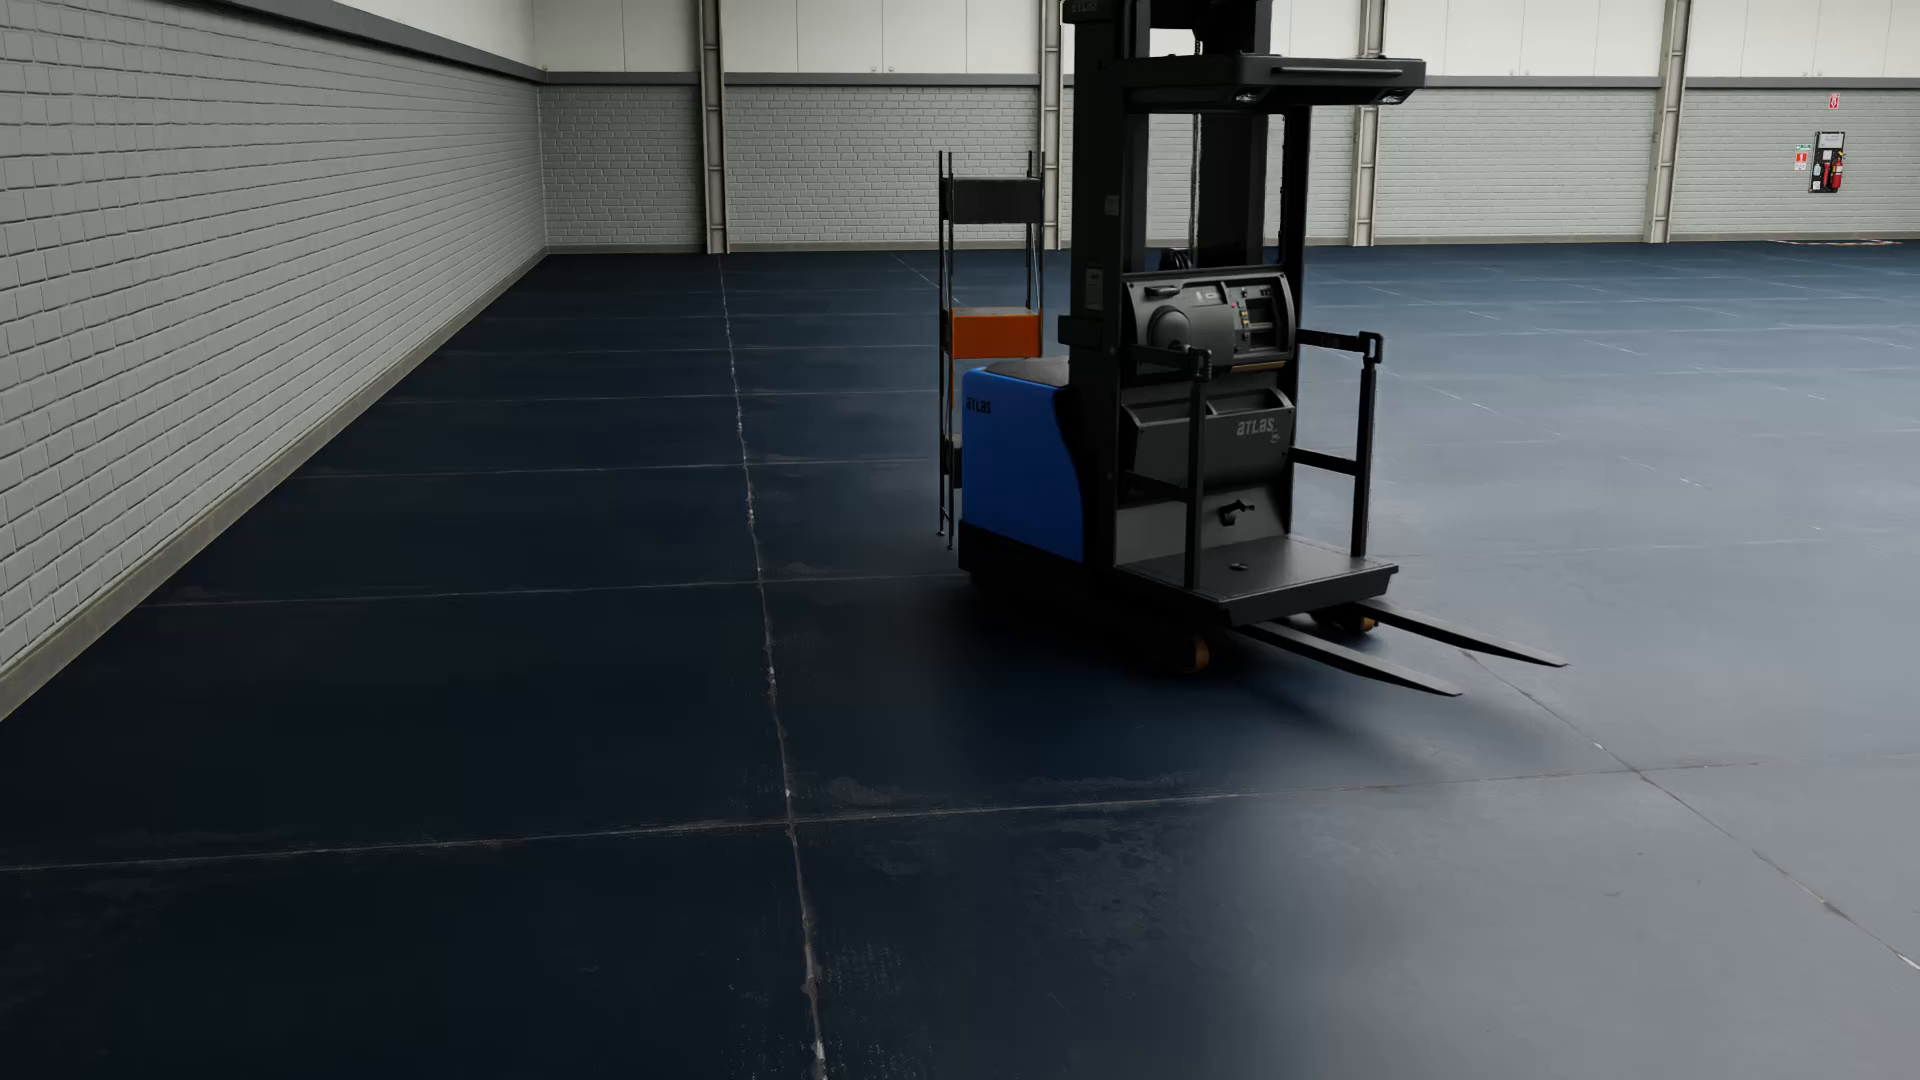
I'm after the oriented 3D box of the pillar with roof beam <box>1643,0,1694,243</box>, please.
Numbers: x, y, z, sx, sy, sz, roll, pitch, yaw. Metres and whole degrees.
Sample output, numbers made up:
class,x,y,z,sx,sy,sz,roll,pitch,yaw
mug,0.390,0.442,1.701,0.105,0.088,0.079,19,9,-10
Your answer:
class,x,y,z,sx,sy,sz,roll,pitch,yaw
pillar with roof beam,14.133,-9.106,27.034,0.400,9.000,9.100,-2,14,-8

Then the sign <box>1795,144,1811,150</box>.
class,x,y,z,sx,sy,sz,roll,pitch,yaw
sign,16.419,-7.646,32.381,0.331,0.109,0.001,-2,14,-8

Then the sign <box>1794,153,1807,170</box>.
class,x,y,z,sx,sy,sz,roll,pitch,yaw
sign,16.413,-7.391,32.454,0.234,0.329,0.001,-2,14,-8

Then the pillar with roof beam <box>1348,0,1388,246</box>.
class,x,y,z,sx,sy,sz,roll,pitch,yaw
pillar with roof beam,8.200,-8.889,26.167,0.400,9.000,9.100,-2,14,-8

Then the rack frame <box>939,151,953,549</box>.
class,x,y,z,sx,sy,sz,roll,pitch,yaw
rack frame,-0.078,-1.016,8.955,0.015,2.100,0.400,-2,14,-8

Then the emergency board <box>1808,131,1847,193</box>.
class,x,y,z,sx,sy,sz,roll,pitch,yaw
emergency board,16.975,-7.369,32.439,0.643,1.169,0.194,-2,14,-8

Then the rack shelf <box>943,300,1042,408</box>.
class,x,y,z,sx,sy,sz,roll,pitch,yaw
rack shelf,0.164,-1.011,8.994,0.480,0.518,0.431,-2,14,-8

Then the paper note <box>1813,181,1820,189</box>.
class,x,y,z,sx,sy,sz,roll,pitch,yaw
paper note,16.790,-6.952,32.587,0.142,0.148,0.016,-2,14,-8

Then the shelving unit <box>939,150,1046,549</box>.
class,x,y,z,sx,sy,sz,roll,pitch,yaw
shelving unit,0.164,-1.024,8.990,0.503,2.100,0.431,-2,14,-8

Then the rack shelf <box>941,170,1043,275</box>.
class,x,y,z,sx,sy,sz,roll,pitch,yaw
rack shelf,0.164,-1.690,8.823,0.480,0.518,0.431,-2,14,-8

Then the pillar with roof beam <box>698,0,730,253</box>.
class,x,y,z,sx,sy,sz,roll,pitch,yaw
pillar with roof beam,-3.667,-8.454,24.433,0.400,9.000,9.100,-2,14,-8

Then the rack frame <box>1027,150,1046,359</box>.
class,x,y,z,sx,sy,sz,roll,pitch,yaw
rack frame,0.405,-1.033,9.026,0.015,2.100,0.400,-2,14,-8

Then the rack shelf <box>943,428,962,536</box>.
class,x,y,z,sx,sy,sz,roll,pitch,yaw
rack shelf,0.164,-0.332,9.164,0.480,0.518,0.431,-2,14,-8

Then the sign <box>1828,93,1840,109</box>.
class,x,y,z,sx,sy,sz,roll,pitch,yaw
sign,16.952,-8.517,32.251,0.199,0.298,0.001,-2,14,-8

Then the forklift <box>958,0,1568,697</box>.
class,x,y,z,sx,sy,sz,roll,pitch,yaw
forklift,1.229,-0.991,7.147,1.130,2.935,3.031,-9,17,-33

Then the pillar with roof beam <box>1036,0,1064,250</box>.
class,x,y,z,sx,sy,sz,roll,pitch,yaw
pillar with roof beam,2.267,-8.671,25.300,0.400,9.000,9.100,-2,14,-8
